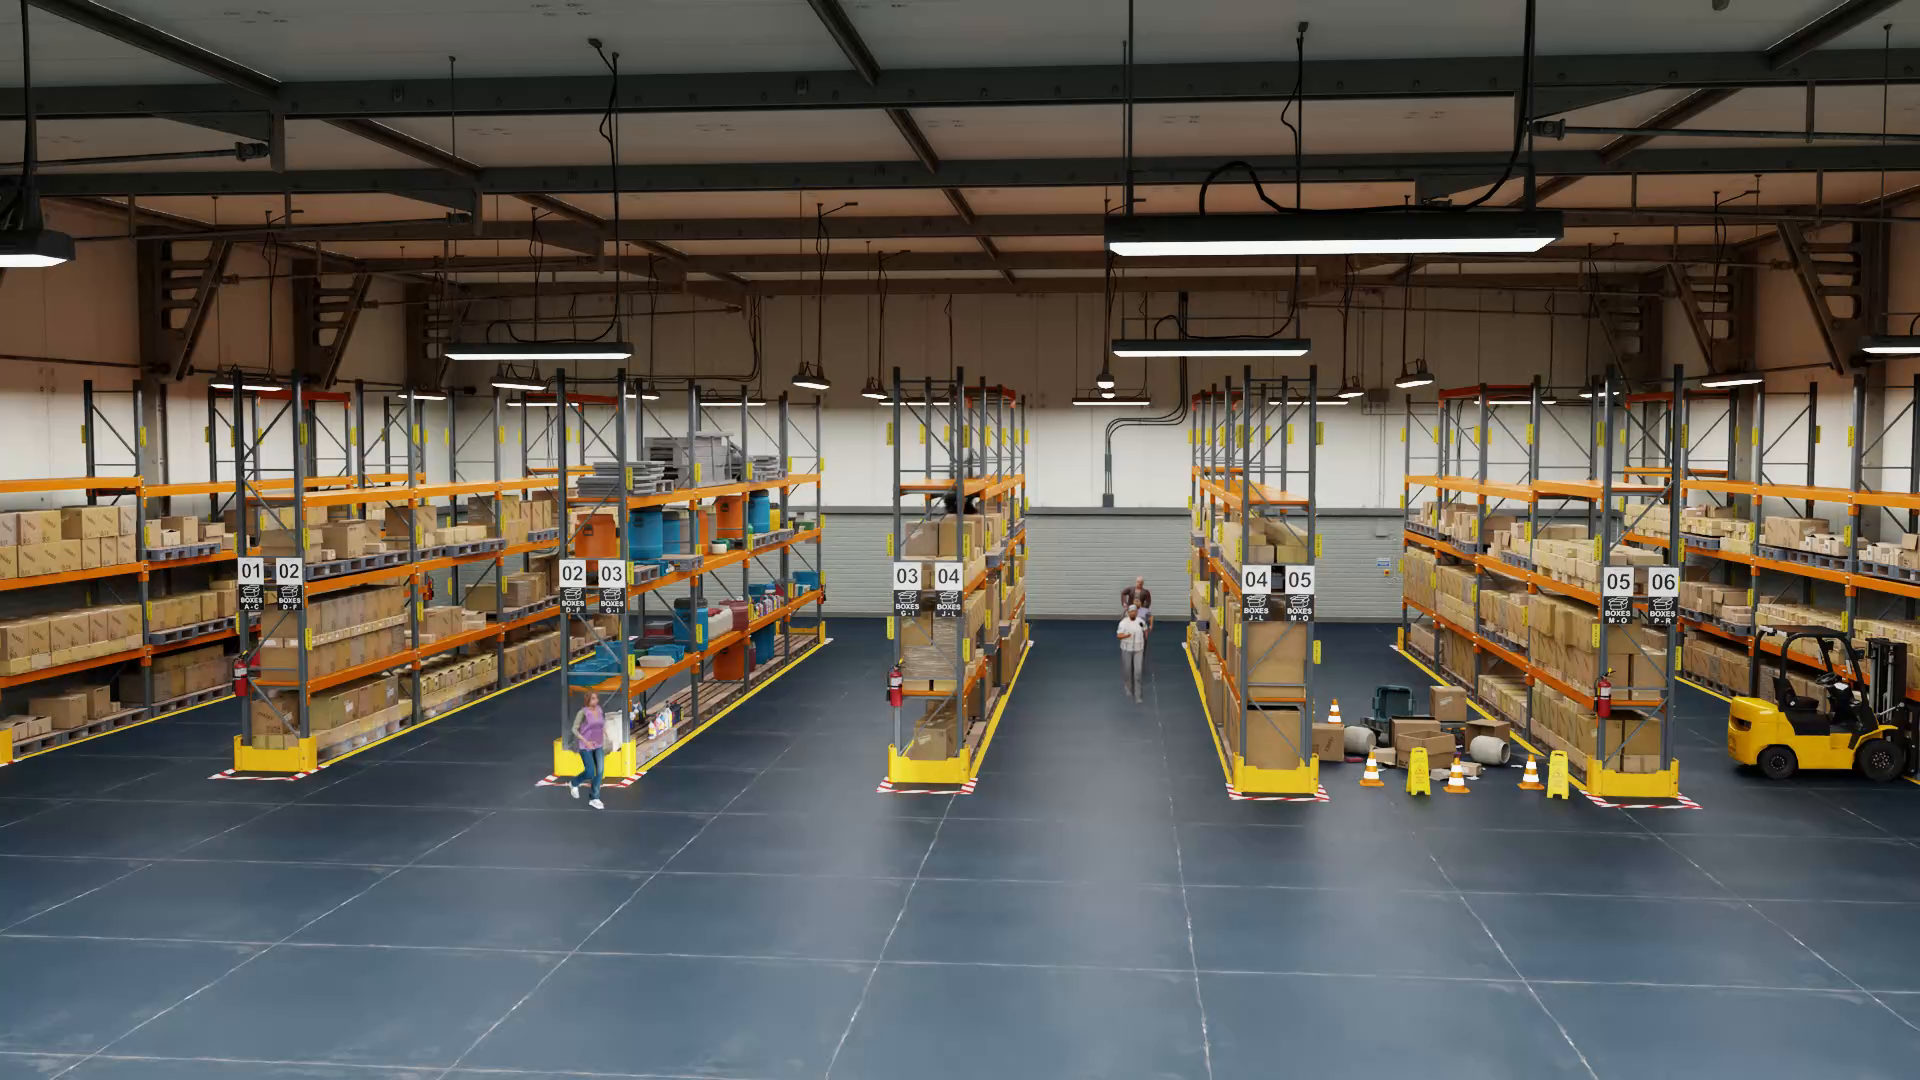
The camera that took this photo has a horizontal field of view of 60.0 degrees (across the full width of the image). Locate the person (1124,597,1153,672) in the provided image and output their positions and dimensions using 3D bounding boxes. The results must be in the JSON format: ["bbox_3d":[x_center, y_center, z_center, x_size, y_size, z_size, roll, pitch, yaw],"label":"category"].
[{"bbox_3d":[3.719,1.994,34.815,0.611,1.611,0.999,1,4,11],"label":"person"}]

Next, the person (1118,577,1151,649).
[{"bbox_3d":[4.084,1.725,38.916,0.762,1.711,0.640,1,4,9],"label":"person"}]

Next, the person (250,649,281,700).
[{"bbox_3d":[-11.436,2.409,27.529,0.662,1.715,0.987,0,4,3],"label":"person"}]

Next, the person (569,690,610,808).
[{"bbox_3d":[-5.036,2.824,22.585,0.620,1.586,0.565,3,5,40],"label":"person"}]

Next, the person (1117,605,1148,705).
[{"bbox_3d":[3.106,2.042,29.869,0.585,1.767,0.684,0,4,1],"label":"person"}]
